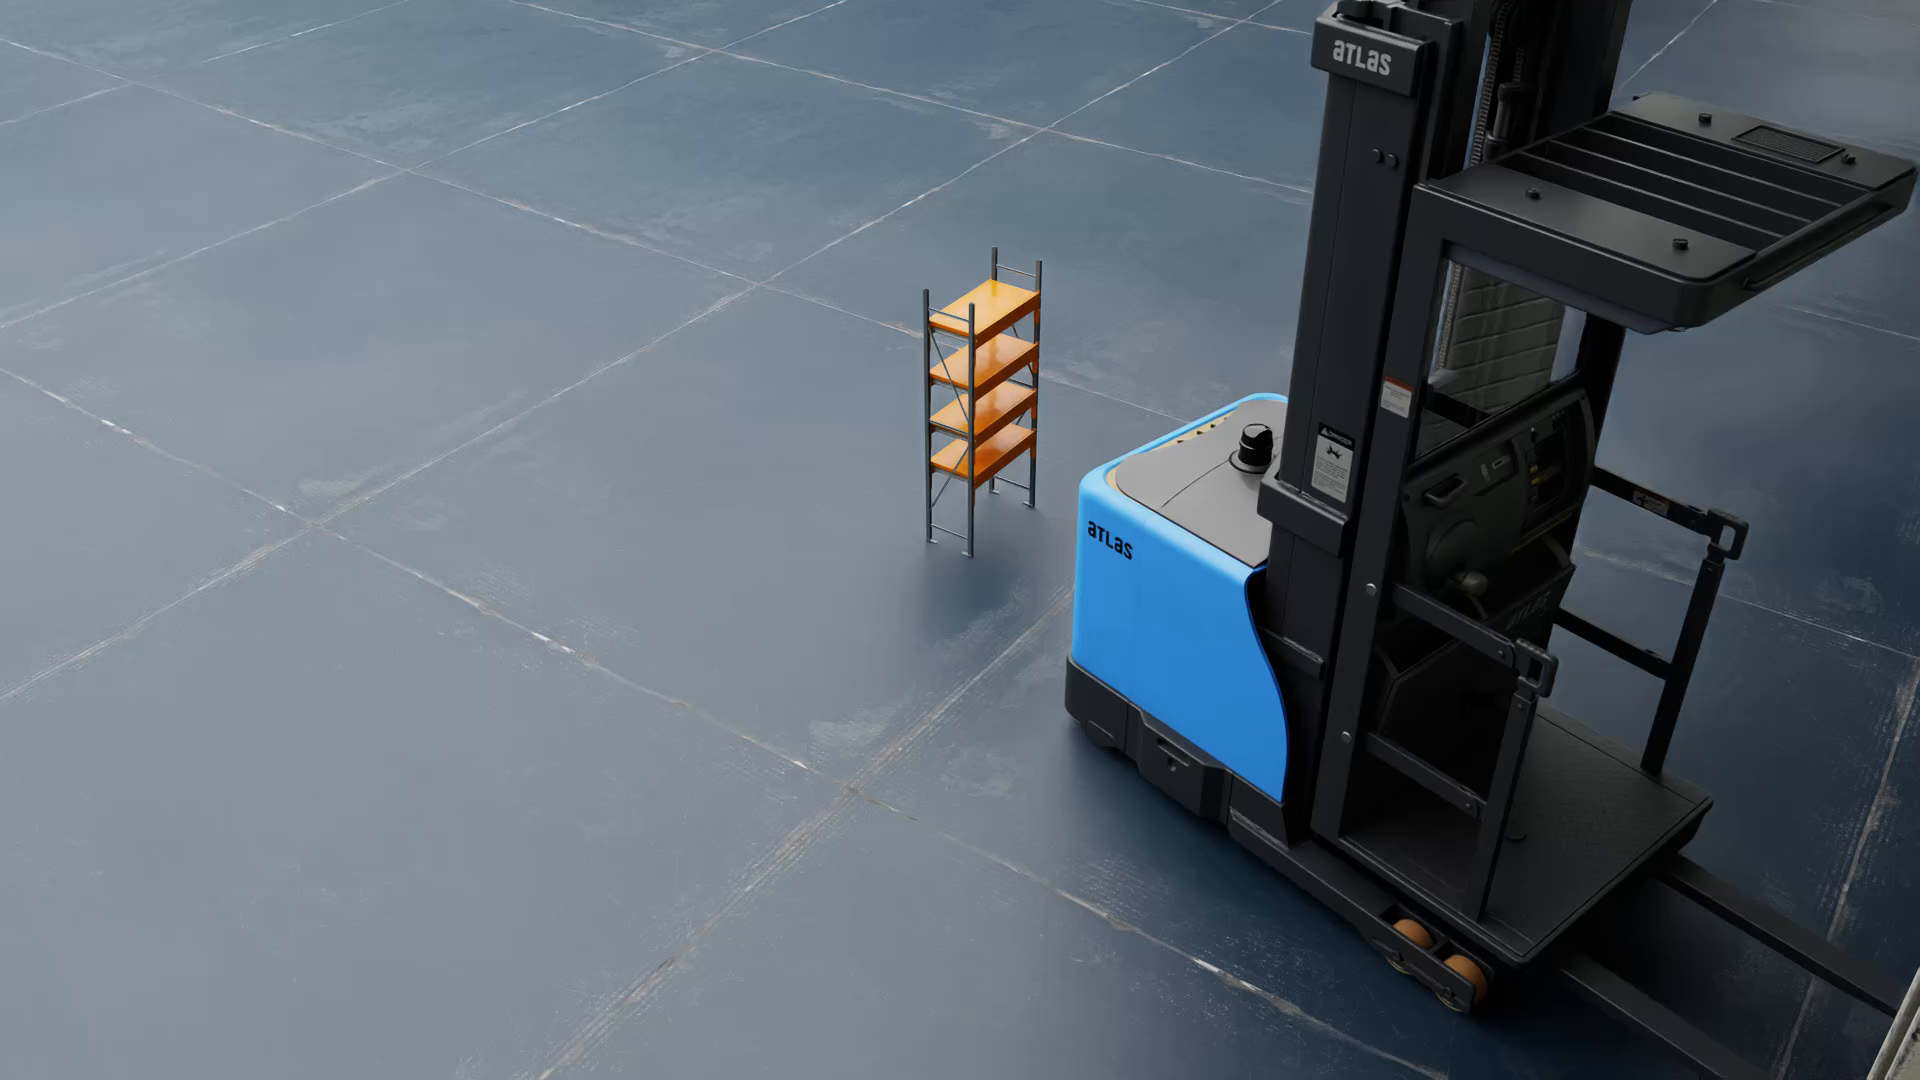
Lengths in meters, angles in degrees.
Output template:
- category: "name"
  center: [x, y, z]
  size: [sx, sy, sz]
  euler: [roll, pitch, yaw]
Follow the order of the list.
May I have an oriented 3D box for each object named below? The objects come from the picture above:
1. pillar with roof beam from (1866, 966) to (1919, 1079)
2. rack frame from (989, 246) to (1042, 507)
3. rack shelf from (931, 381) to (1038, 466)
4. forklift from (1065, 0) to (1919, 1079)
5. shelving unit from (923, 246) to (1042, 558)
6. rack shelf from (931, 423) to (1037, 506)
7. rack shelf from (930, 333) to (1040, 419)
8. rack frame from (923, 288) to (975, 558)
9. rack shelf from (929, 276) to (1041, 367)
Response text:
- category: "pillar with roof beam"
  center: [-1.189, -3.149, 3.874]
  size: [9.100, 9.000, 0.400]
  euler: [21, 39, 28]
- category: "rack frame"
  center: [0.233, -0.686, 7.193]
  size: [0.240, 1.200, 0.015]
  euler: [21, 39, 28]
- category: "rack shelf"
  center: [0.094, -0.517, 7.064]
  size: [0.258, 0.148, 0.480]
  euler: [21, 39, 28]
- category: "forklift"
  center: [1.729, -0.091, 4.769]
  size: [1.130, 2.935, 3.031]
  euler: [-26, 42, -33]
- category: "shelving unit"
  center: [0.094, -0.573, 7.027]
  size: [0.258, 1.200, 0.503]
  euler: [21, 39, 28]
- category: "rack shelf"
  center: [0.094, -0.353, 7.175]
  size: [0.258, 0.148, 0.480]
  euler: [21, 39, 28]
- category: "rack shelf"
  center: [0.094, -0.703, 6.939]
  size: [0.258, 0.148, 0.480]
  euler: [21, 39, 28]
- category: "rack frame"
  center: [-0.045, -0.461, 6.860]
  size: [0.240, 1.200, 0.015]
  euler: [21, 39, 28]
- category: "rack shelf"
  center: [0.094, -0.899, 6.806]
  size: [0.258, 0.148, 0.480]
  euler: [21, 39, 28]
